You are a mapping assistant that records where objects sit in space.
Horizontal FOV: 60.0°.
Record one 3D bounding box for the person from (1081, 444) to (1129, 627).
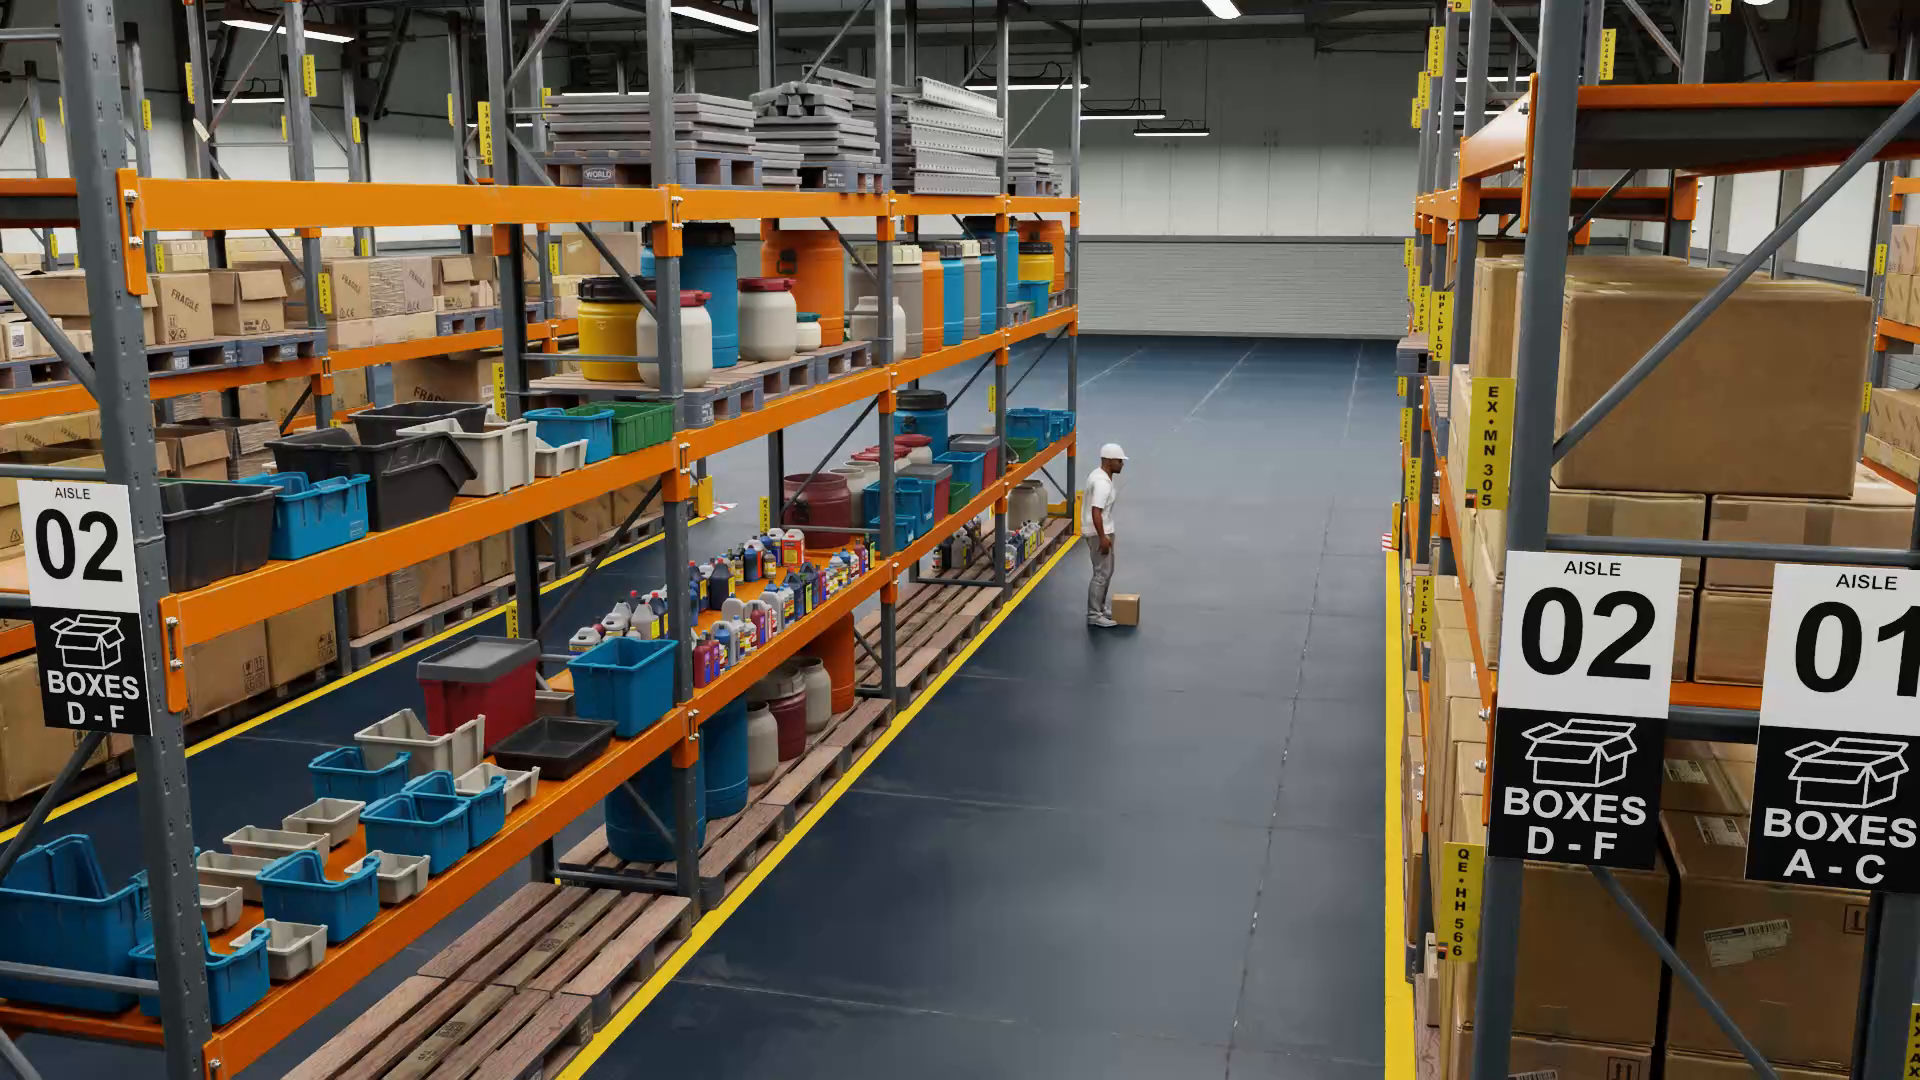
[{"bbox_3d":[1.406,-0.067,16.232,0.454,1.761,0.636,2,12,11],"label":"person"}]
